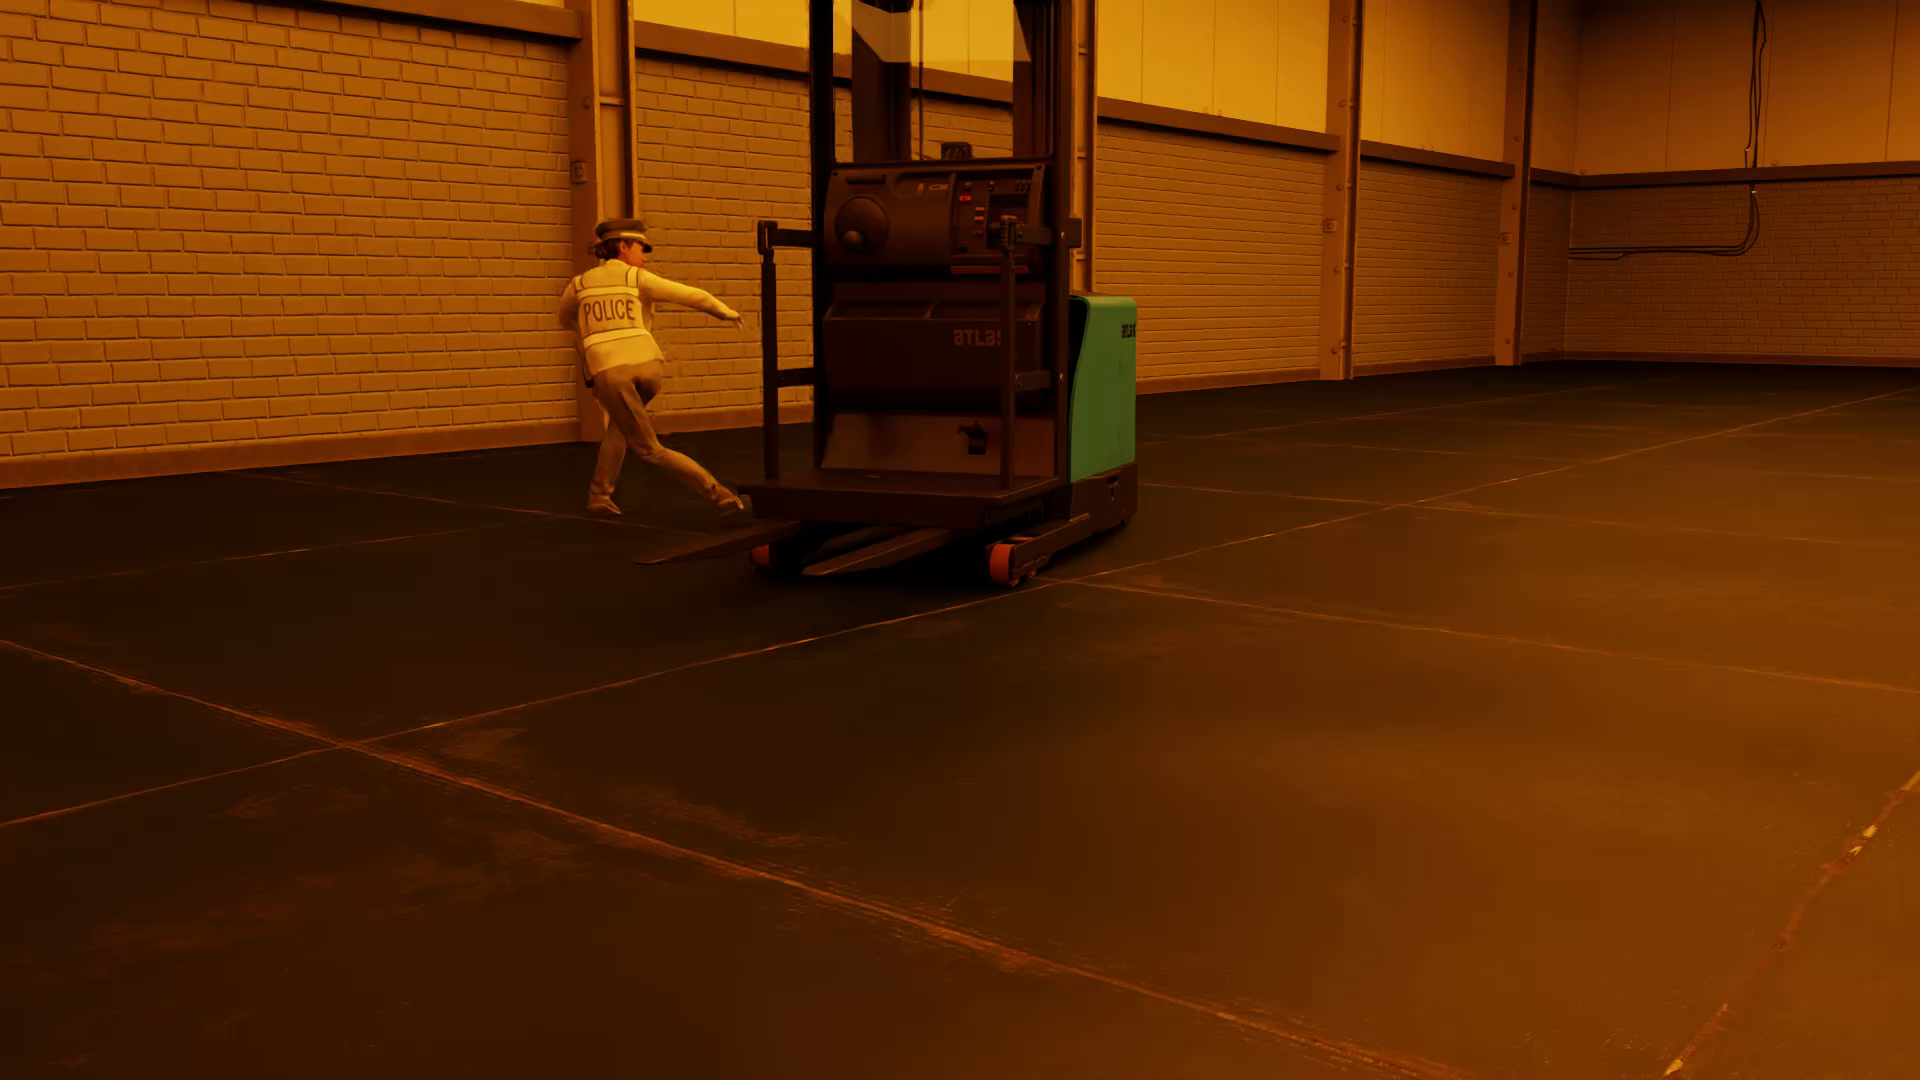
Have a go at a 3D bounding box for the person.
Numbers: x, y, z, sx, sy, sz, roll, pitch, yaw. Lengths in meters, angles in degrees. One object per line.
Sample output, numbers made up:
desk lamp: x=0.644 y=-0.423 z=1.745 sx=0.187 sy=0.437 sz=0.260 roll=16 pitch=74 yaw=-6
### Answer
person: x=-1.479 y=-0.804 z=8.059 sx=0.857 sy=1.470 sz=1.034 roll=-3 pitch=9 yaw=-19

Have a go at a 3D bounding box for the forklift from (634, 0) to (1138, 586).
forklift: x=-0.186 y=-1.344 z=6.464 sx=1.130 sy=2.935 sz=3.031 roll=3 pitch=9 yaw=21
